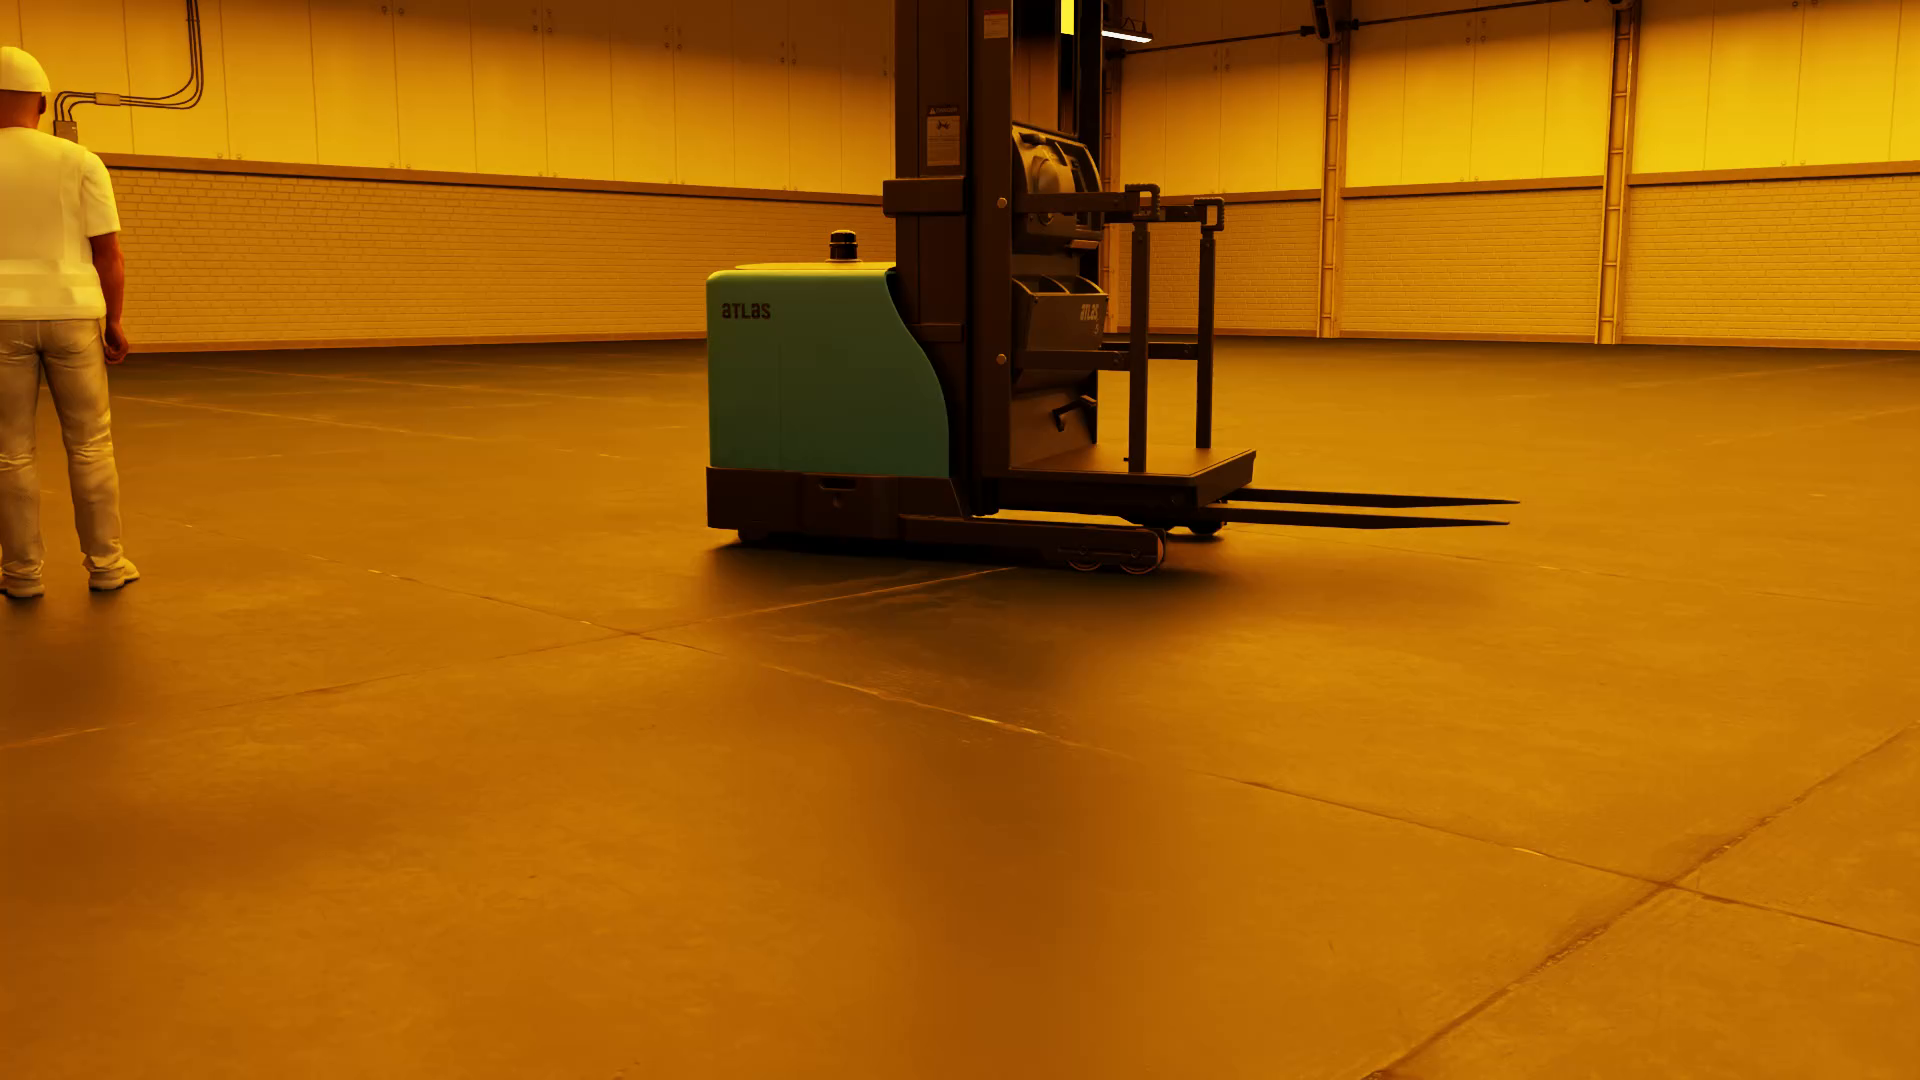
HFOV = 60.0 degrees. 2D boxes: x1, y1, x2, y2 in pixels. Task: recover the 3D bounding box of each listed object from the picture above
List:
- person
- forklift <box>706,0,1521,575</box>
[{"bbox_3d":[-3.051,-0.707,5.479,0.556,1.770,0.389,-5,10,-29],"label":"person"},{"bbox_3d":[0.565,-1.416,6.275,3.031,2.935,1.130,3,9,22],"label":"forklift"}]
